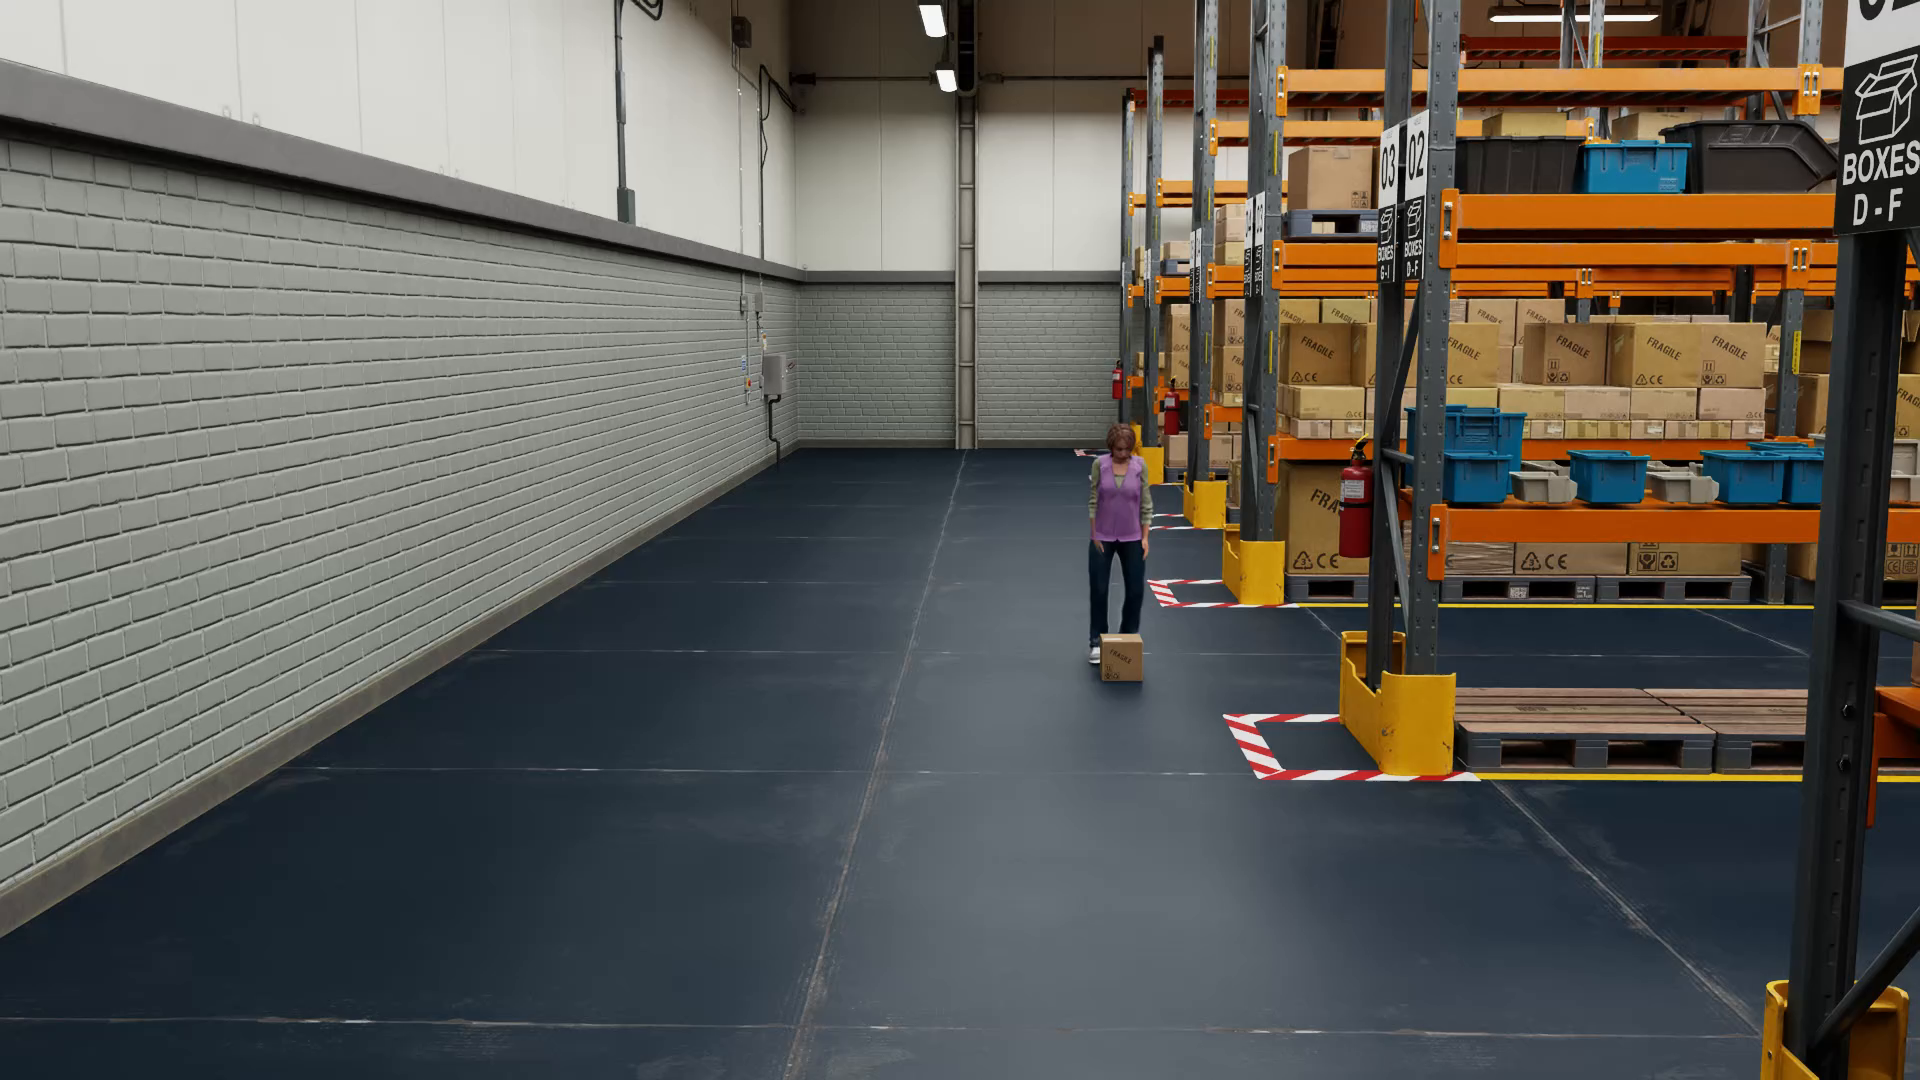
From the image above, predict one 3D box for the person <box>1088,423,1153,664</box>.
[{"bbox_3d":[1.039,0.030,10.784,0.420,1.556,0.353,0,7,3],"label":"person"}]
